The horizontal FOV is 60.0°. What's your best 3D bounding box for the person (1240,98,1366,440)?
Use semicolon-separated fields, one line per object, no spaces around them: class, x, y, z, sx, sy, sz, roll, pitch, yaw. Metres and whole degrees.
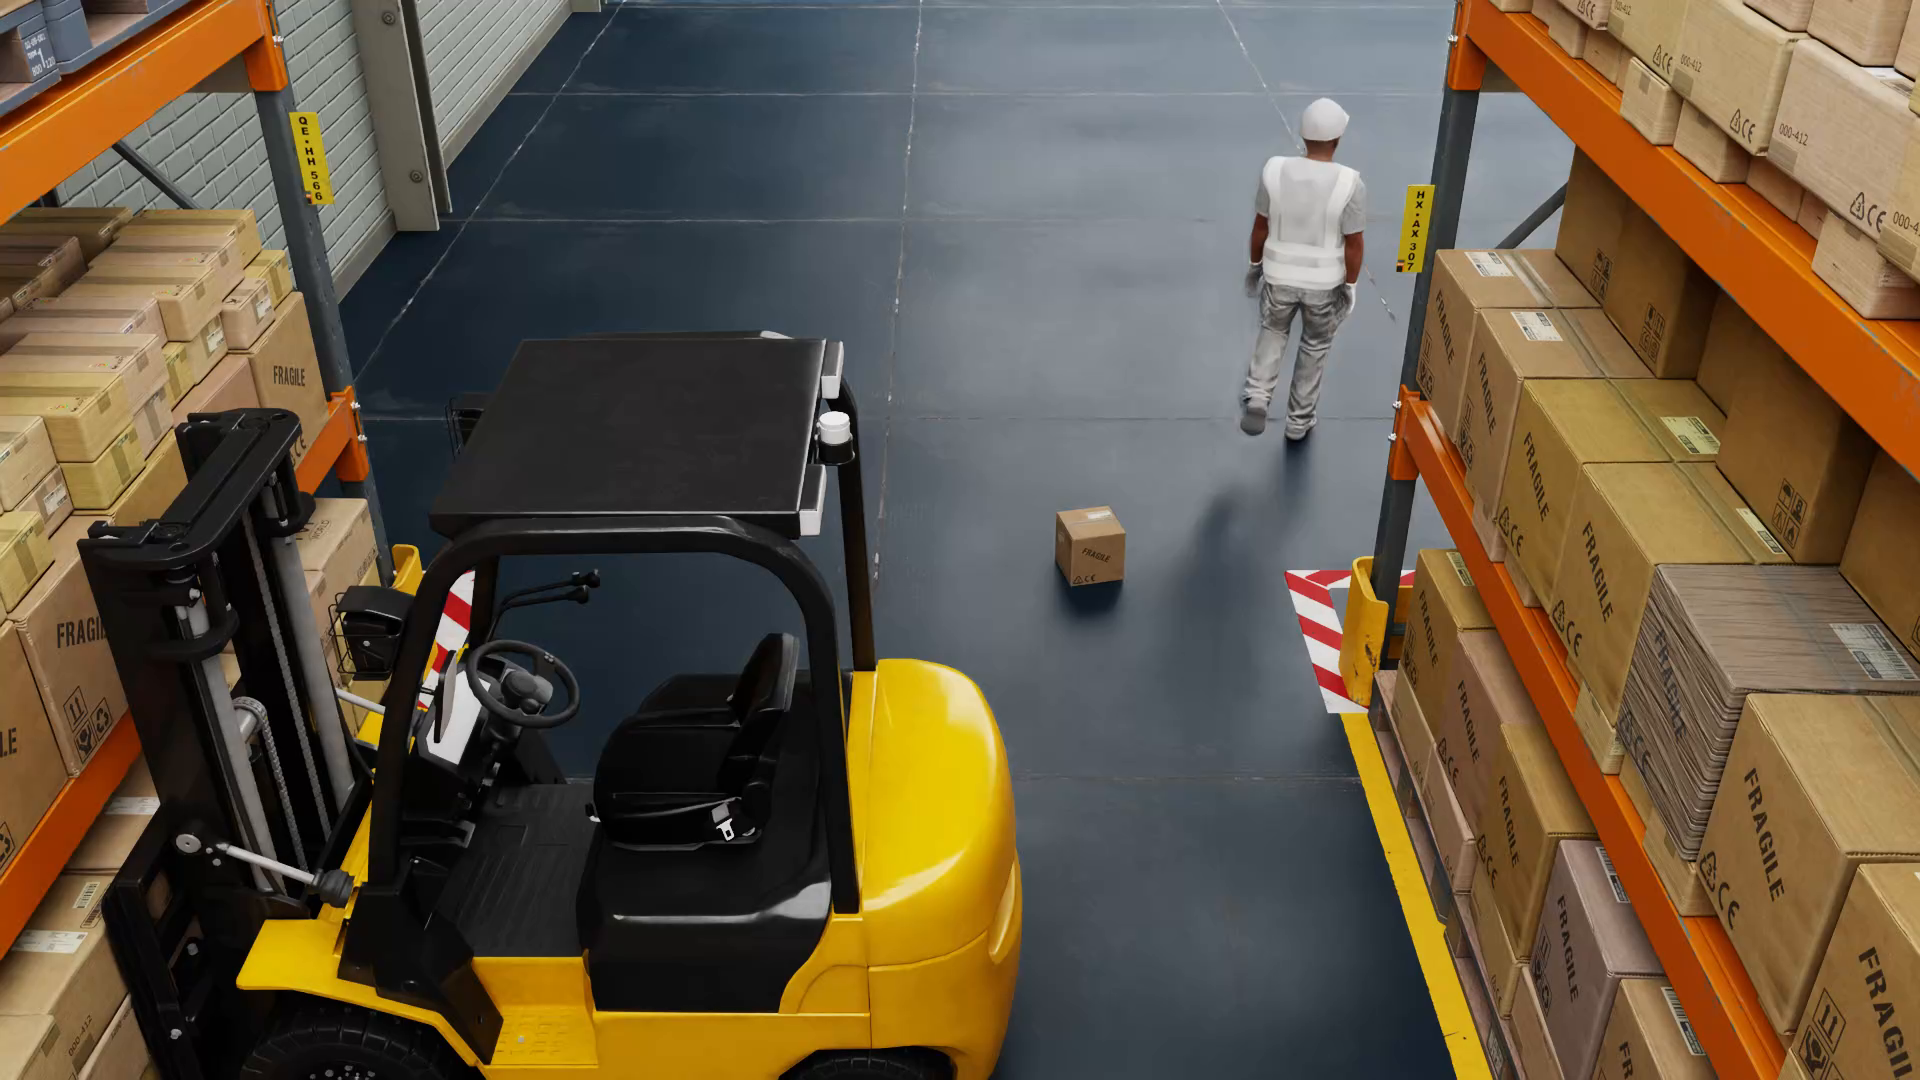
person;1.681;-1.295;8.193;0.578;1.773;0.584;14;34;22
